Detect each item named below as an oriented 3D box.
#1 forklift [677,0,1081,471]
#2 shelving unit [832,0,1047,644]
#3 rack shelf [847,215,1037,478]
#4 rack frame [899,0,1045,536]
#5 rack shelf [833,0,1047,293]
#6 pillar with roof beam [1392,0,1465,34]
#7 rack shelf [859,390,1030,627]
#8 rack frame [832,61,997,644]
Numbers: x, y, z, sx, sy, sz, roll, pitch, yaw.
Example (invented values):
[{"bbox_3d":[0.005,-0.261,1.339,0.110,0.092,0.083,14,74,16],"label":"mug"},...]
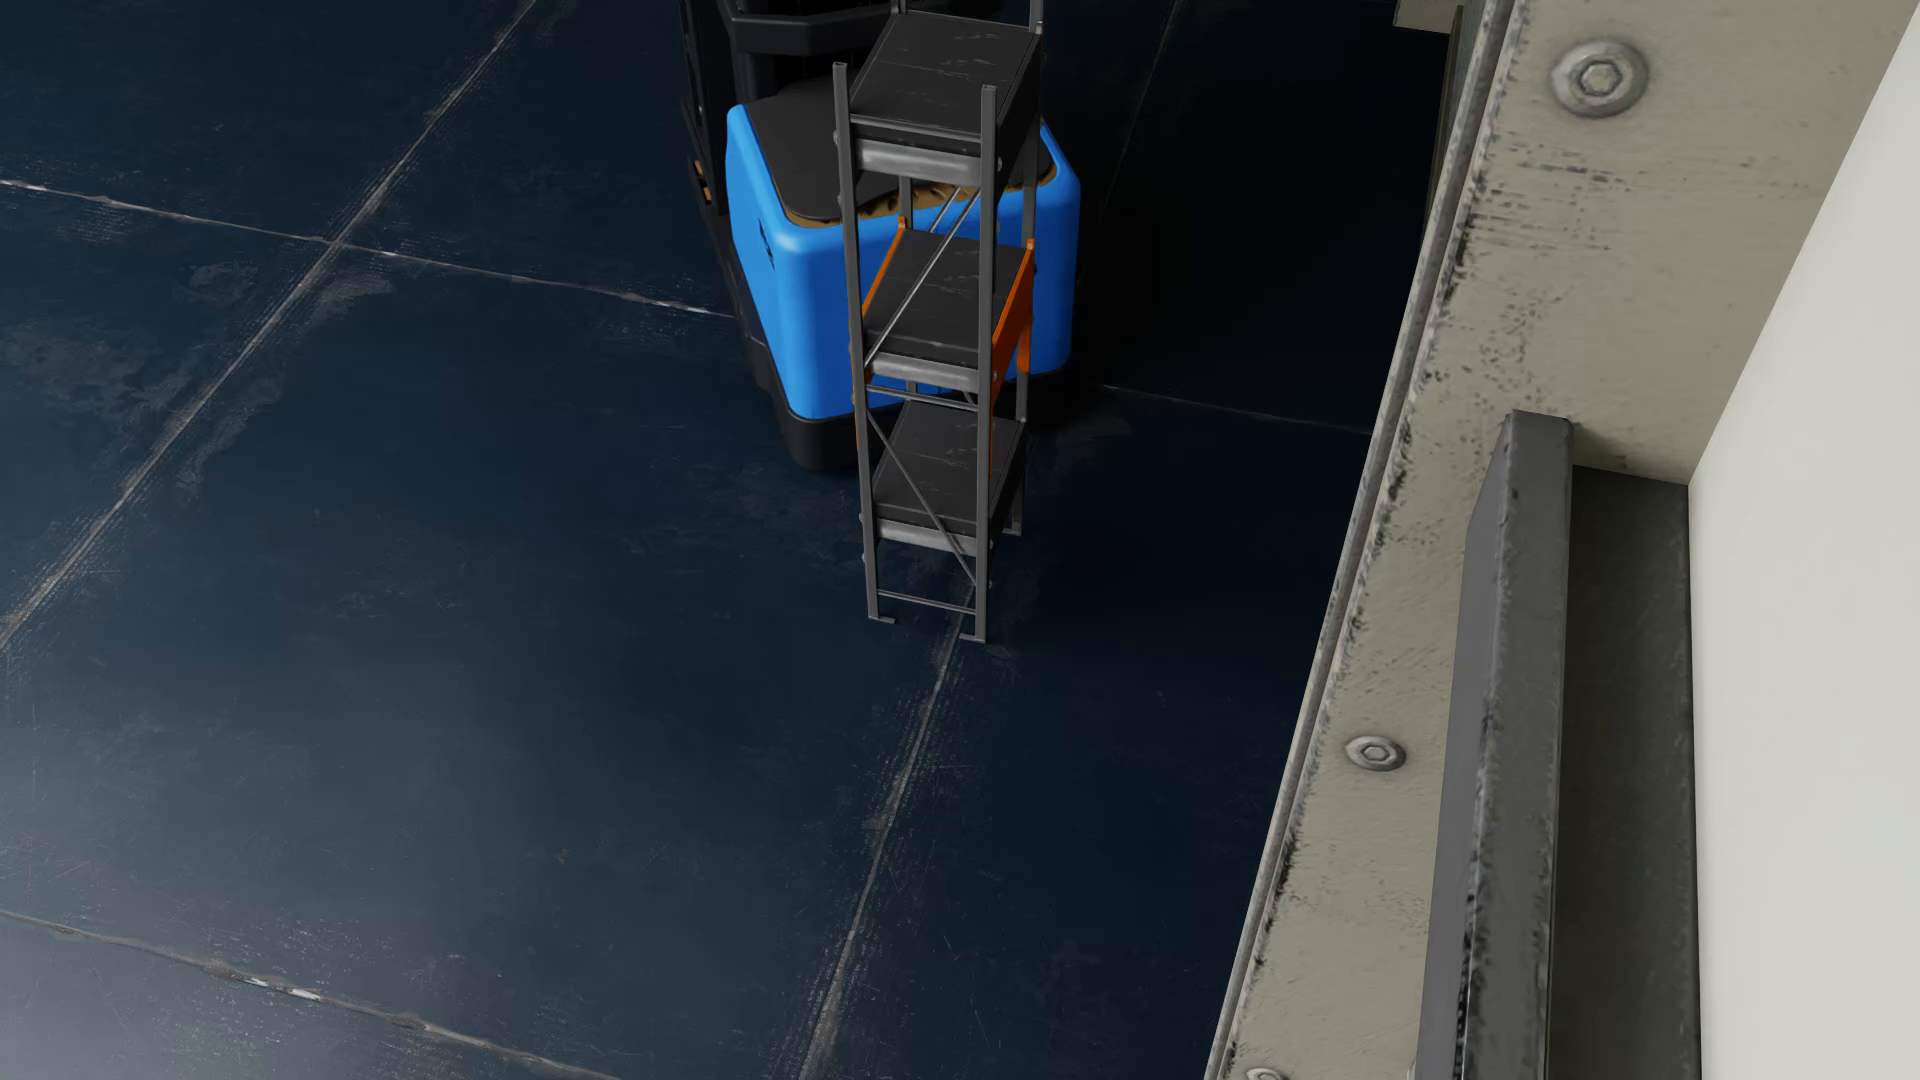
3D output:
[{"bbox_3d":[-0.509,-2.347,5.866,1.130,2.935,3.031,-13,50,-11],"label":"forklift"},{"bbox_3d":[-0.044,-0.575,4.857,0.431,2.100,0.503,12,50,10],"label":"shelving unit"},{"bbox_3d":[-0.044,-0.566,4.867,0.431,0.518,0.480,12,50,10],"label":"rack shelf"},{"bbox_3d":[0.021,-0.752,5.013,0.400,2.100,0.015,12,50,10],"label":"rack frame"},{"bbox_3d":[-0.044,-1.029,4.342,0.431,0.518,0.480,12,50,10],"label":"rack shelf"},{"bbox_3d":[-1.895,-6.388,5.386,9.100,9.000,0.400,12,50,10],"label":"pillar with roof beam"},{"bbox_3d":[-0.044,-0.103,5.392,0.431,0.518,0.480,12,50,10],"label":"rack shelf"},{"bbox_3d":[-0.108,-0.399,4.701,0.400,2.100,0.015,12,50,10],"label":"rack frame"}]
